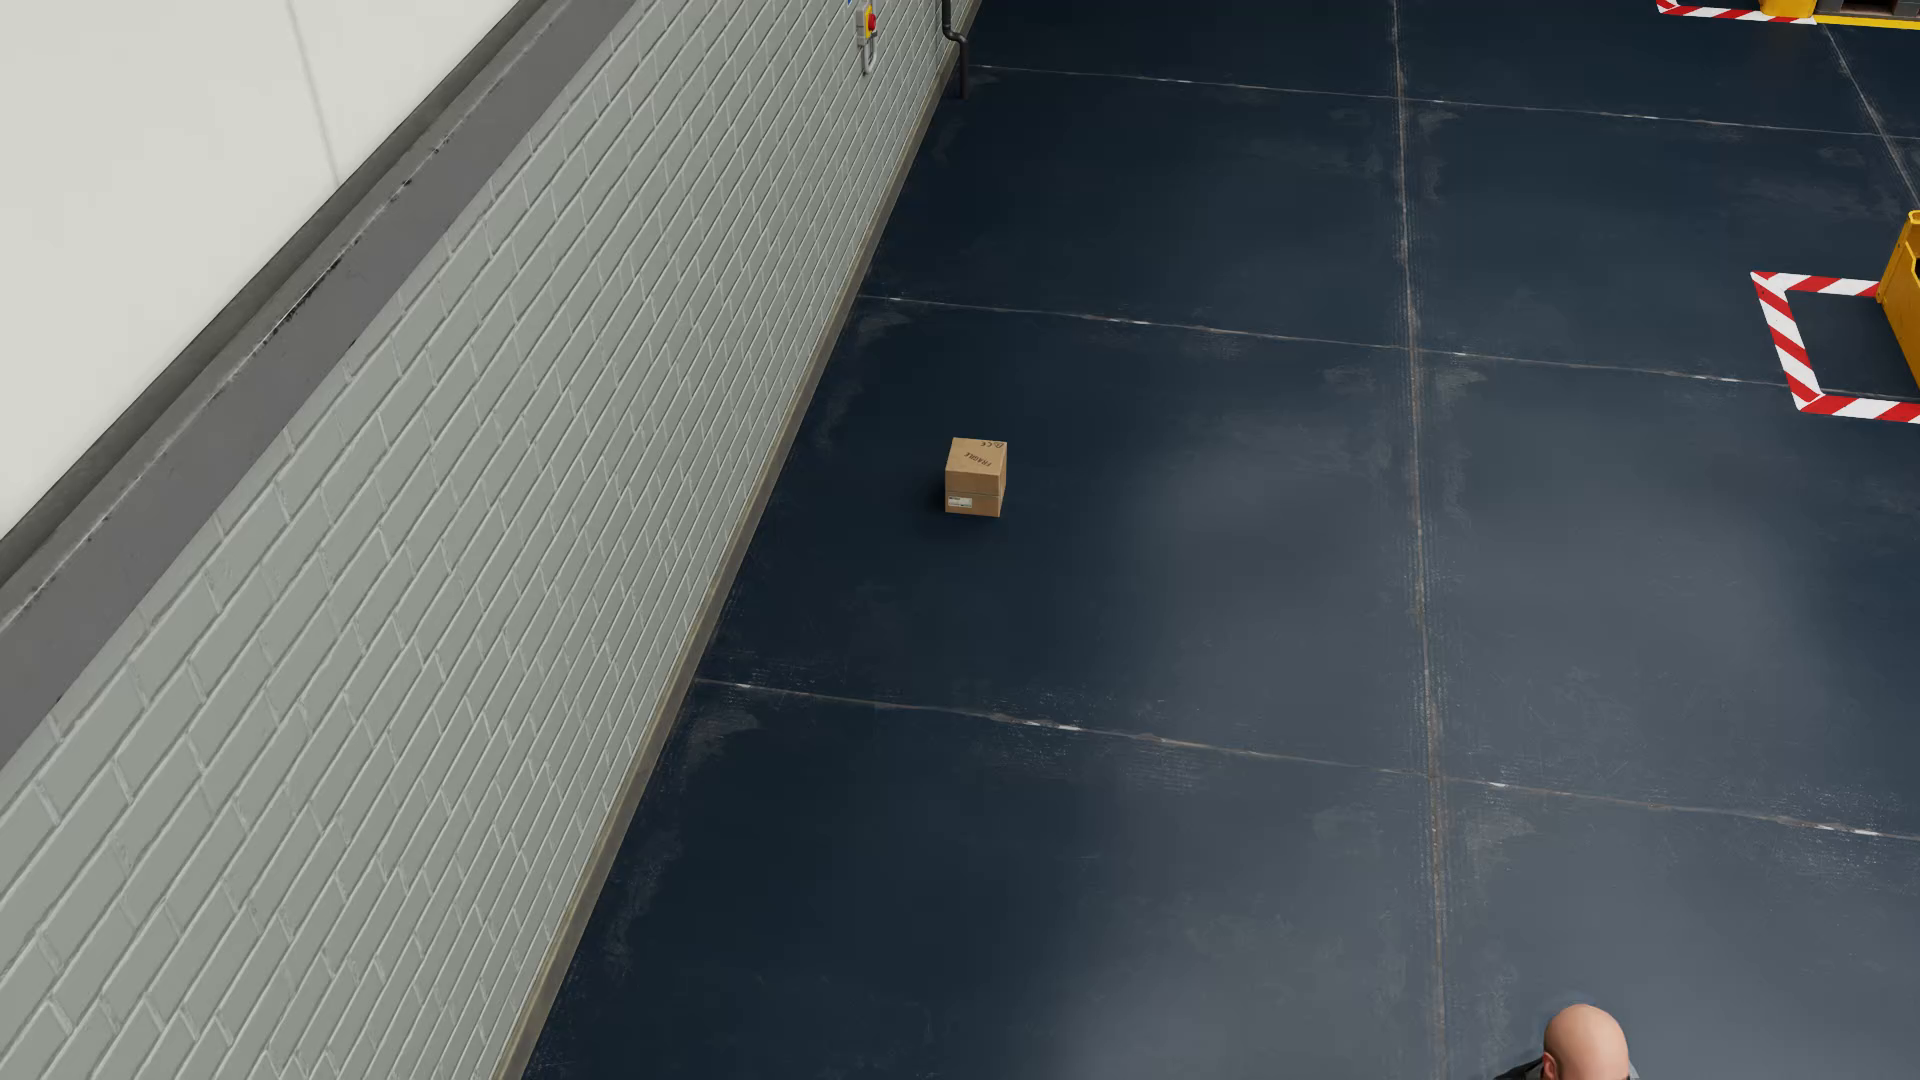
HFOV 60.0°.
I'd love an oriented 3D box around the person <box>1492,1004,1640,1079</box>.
[{"bbox_3d":[1.392,1.762,4.098,0.557,1.673,1.024,-10,41,-12],"label":"person"}]
